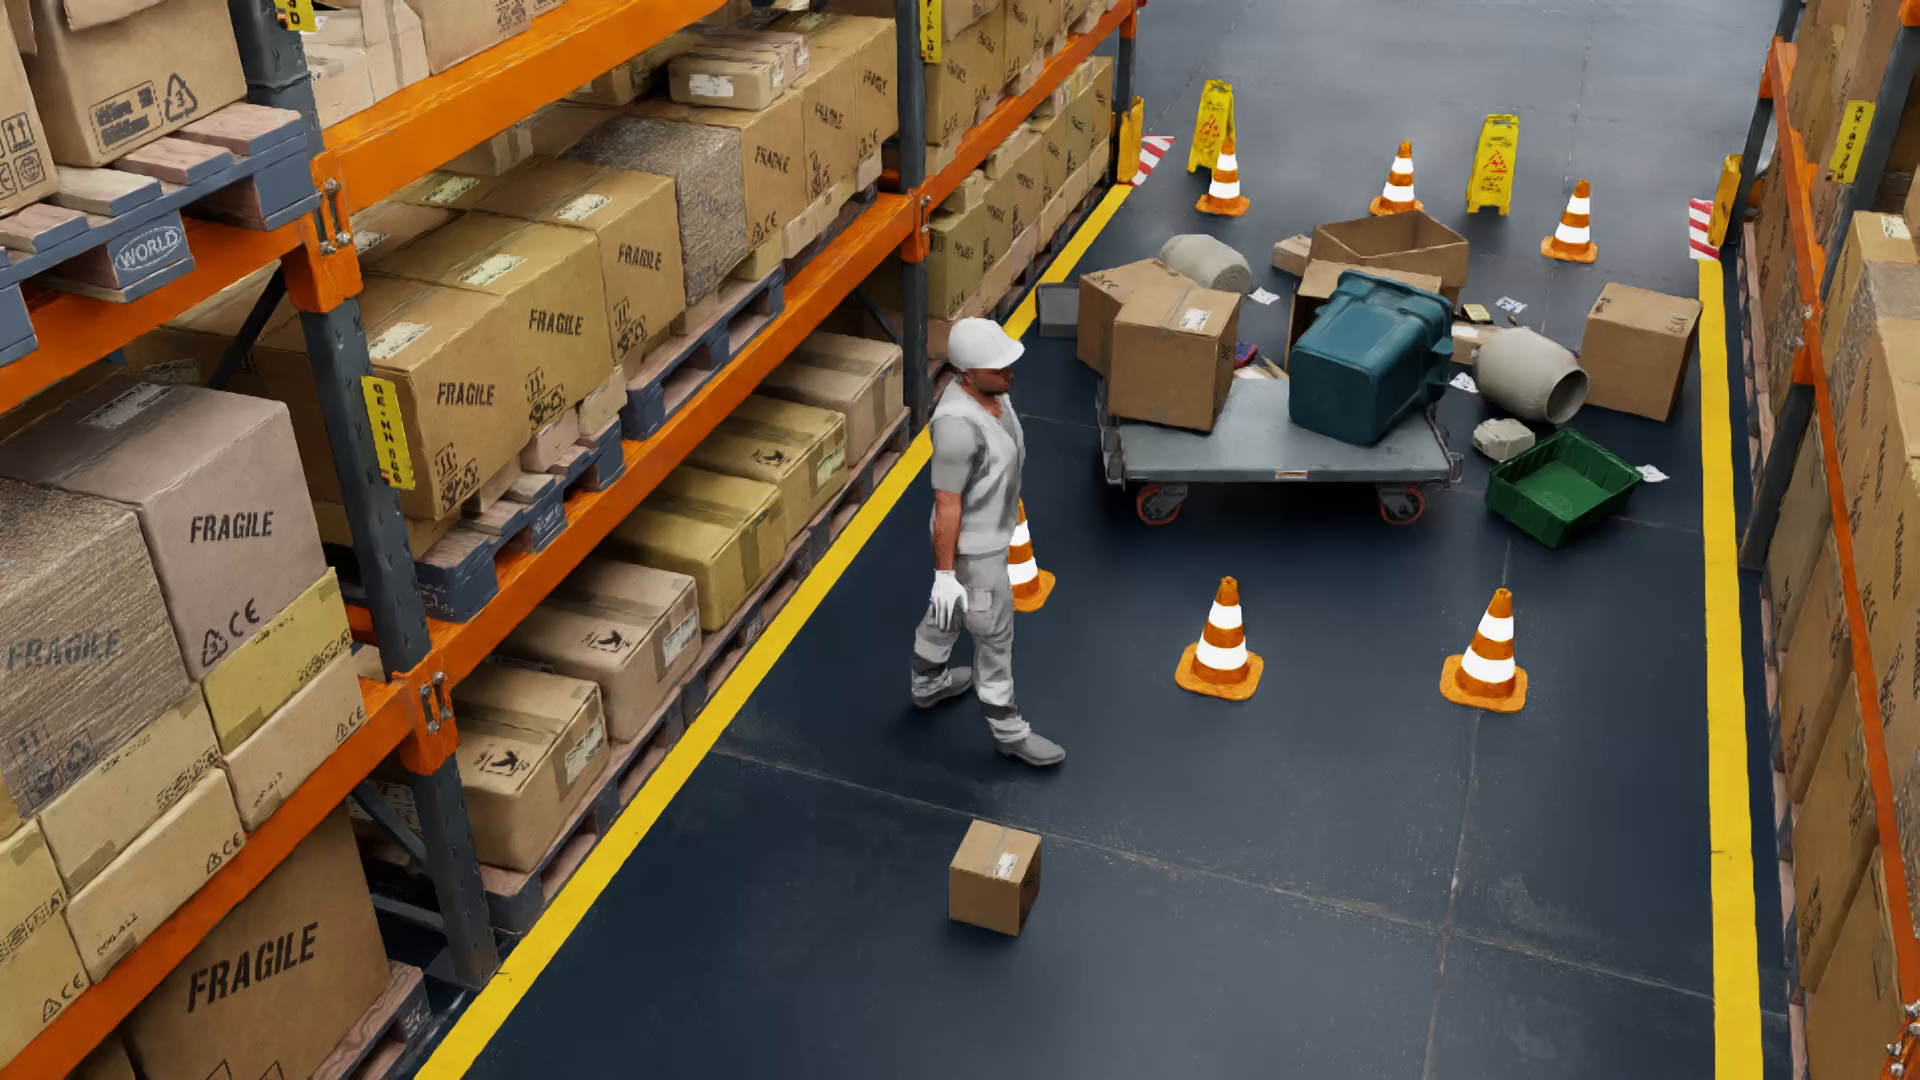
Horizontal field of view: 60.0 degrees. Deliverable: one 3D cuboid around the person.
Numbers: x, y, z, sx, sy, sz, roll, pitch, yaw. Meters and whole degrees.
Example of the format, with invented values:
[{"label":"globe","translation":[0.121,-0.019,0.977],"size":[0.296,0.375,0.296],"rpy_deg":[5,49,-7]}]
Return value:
[{"label":"person","translation":[0.102,0.024,6.065],"size":[0.667,1.786,0.790],"rpy_deg":[6,33,9]}]
